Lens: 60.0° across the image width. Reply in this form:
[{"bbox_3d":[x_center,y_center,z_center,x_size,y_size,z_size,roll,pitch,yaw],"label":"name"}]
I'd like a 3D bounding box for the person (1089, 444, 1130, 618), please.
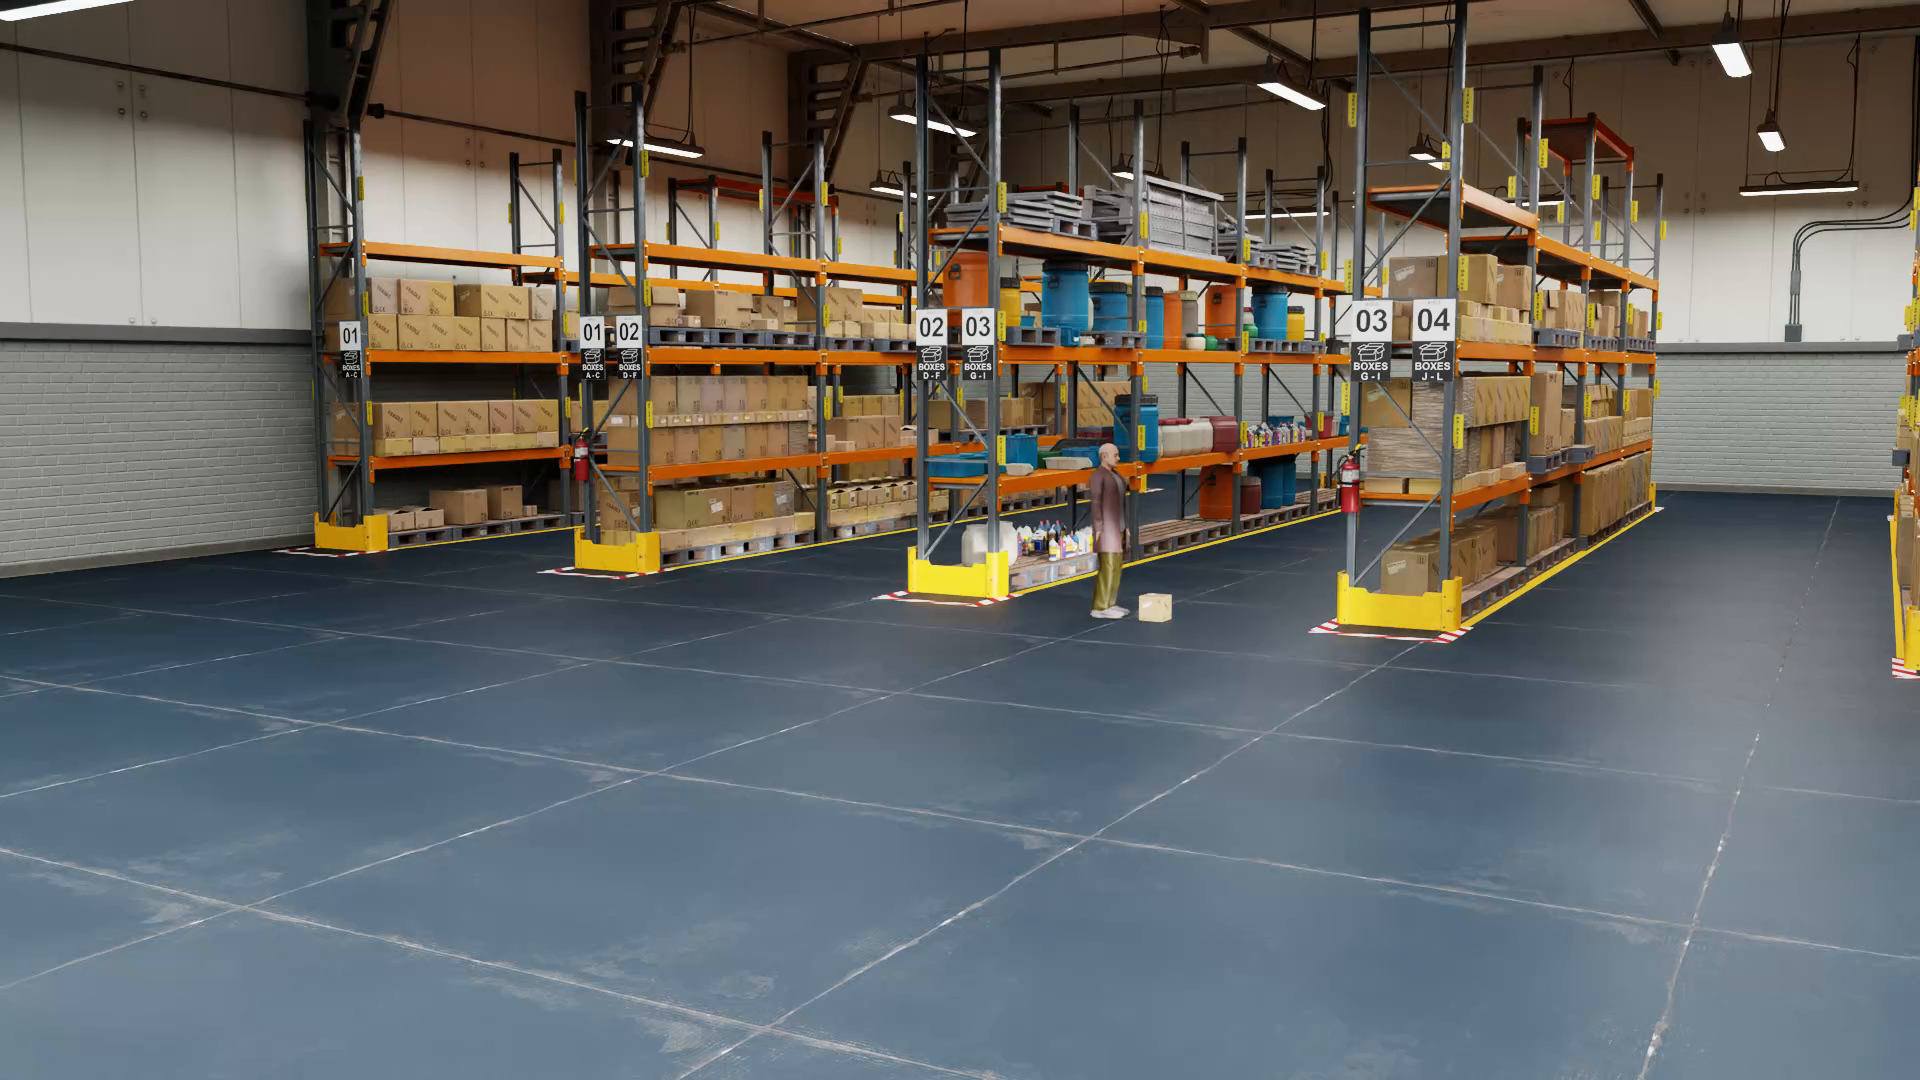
[{"bbox_3d":[1.558,-0.098,17.037,0.427,1.775,0.564,3,7,30],"label":"person"}]
